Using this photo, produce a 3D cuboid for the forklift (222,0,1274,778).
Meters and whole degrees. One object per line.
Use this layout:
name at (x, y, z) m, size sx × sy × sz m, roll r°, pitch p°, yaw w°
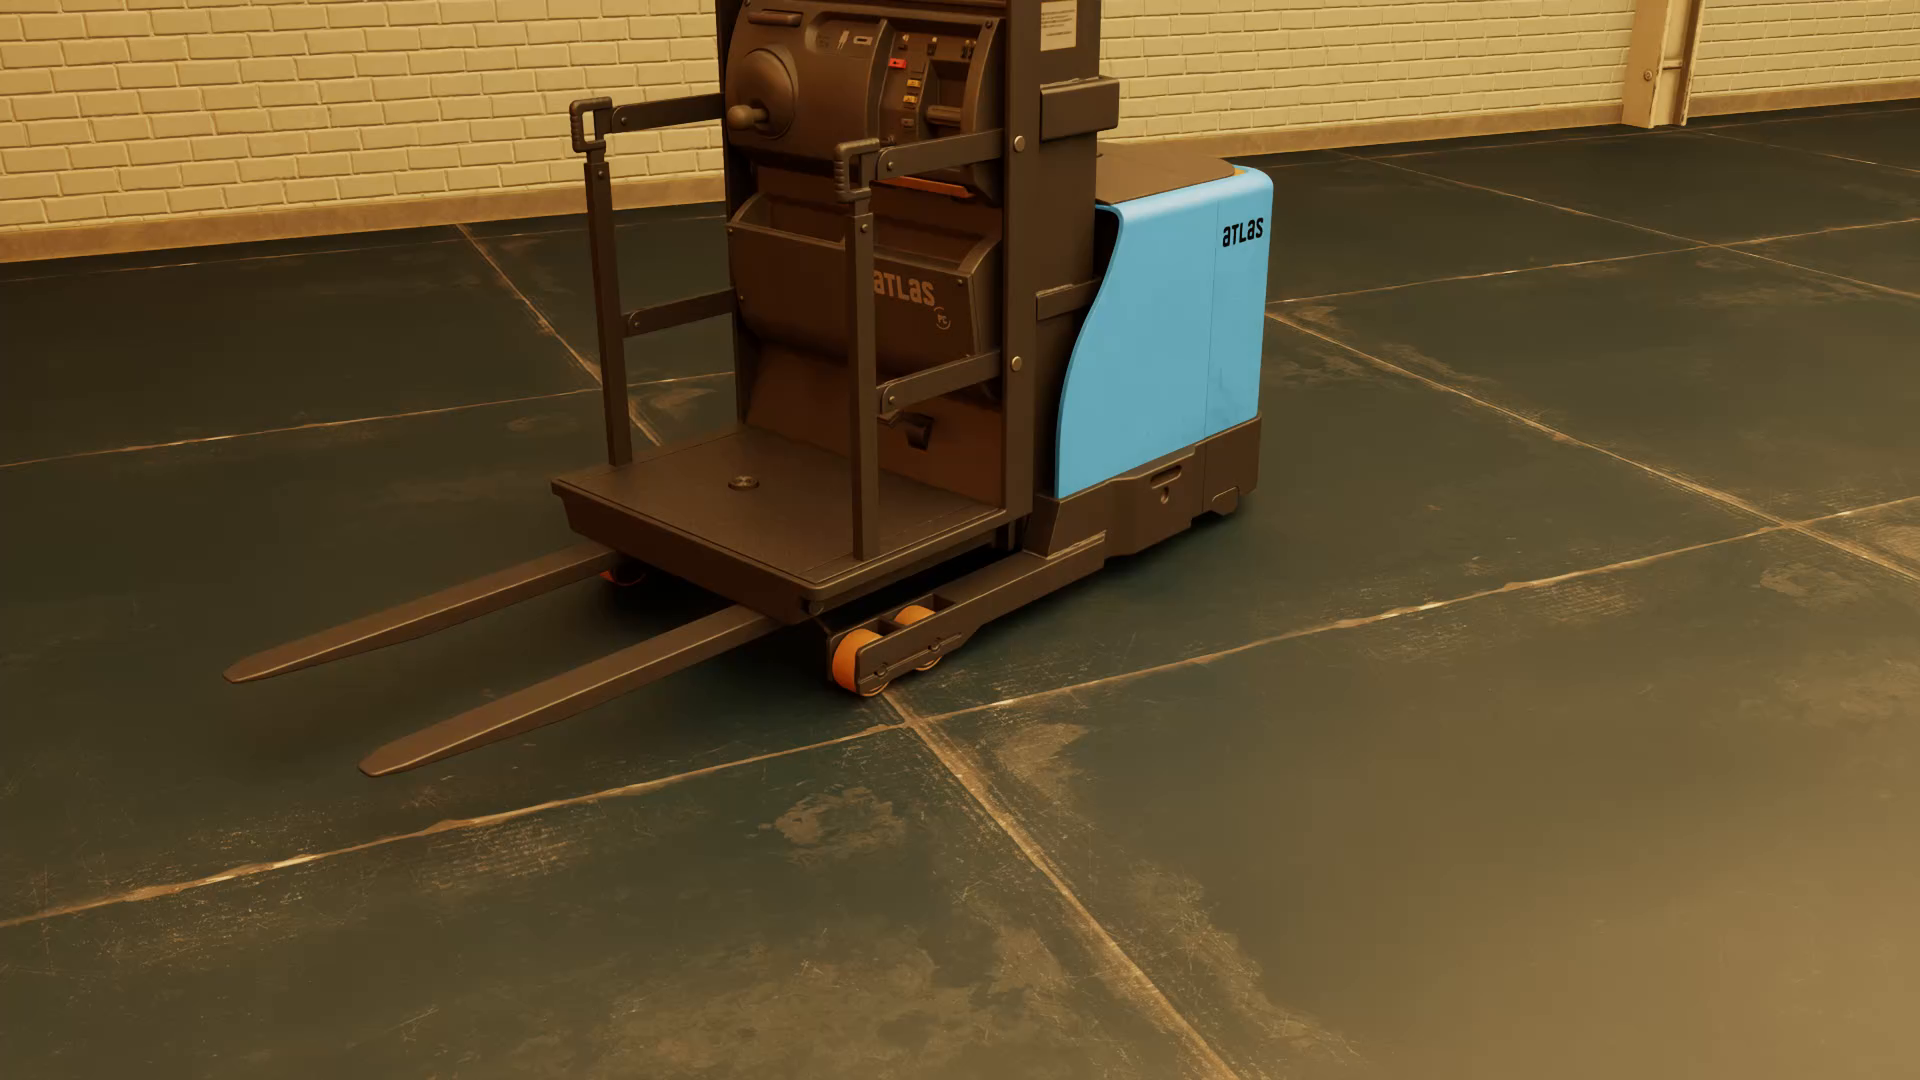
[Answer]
forklift at (-0.413, -1.182, 4.131) m, size 1.130 × 2.935 × 3.031 m, roll 19°, pitch 29°, yaw 39°
